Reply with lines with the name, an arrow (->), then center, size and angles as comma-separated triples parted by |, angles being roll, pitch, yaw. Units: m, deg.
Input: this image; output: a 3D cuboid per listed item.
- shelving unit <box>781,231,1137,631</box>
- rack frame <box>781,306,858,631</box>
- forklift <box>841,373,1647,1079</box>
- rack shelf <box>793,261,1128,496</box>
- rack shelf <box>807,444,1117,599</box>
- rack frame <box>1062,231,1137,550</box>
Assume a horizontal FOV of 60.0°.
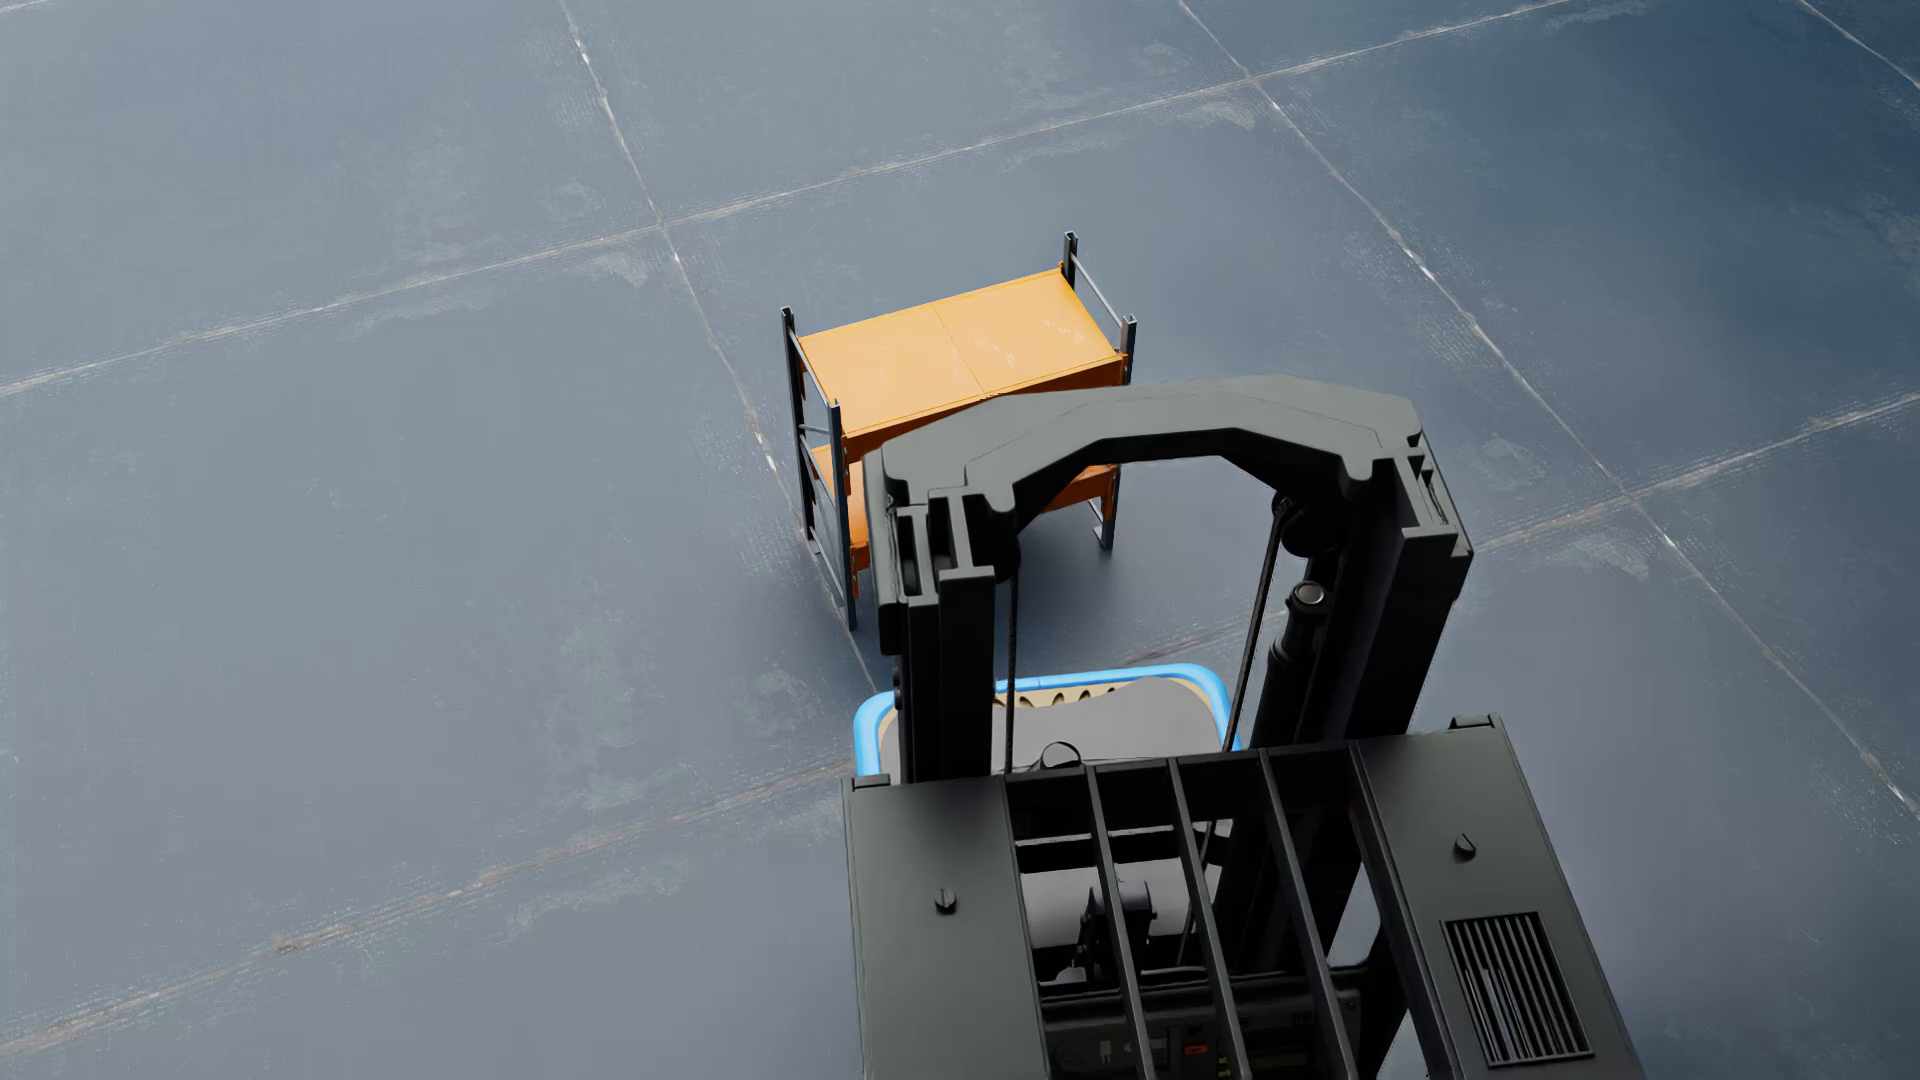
shelving unit -> -0.006, -0.365, 5.822 | 1.048, 1.125, 0.538 | -17, 52, -14
rack frame -> -0.477, -0.219, 5.696 | 0.032, 1.125, 0.500 | -17, 52, -14
forklift -> 0.384, 1.230, 3.262 | 1.130, 2.935, 3.031 | -5, 50, -4
rack shelf -> -0.006, -0.555, 5.600 | 1.000, 0.278, 0.538 | -17, 52, -14
rack shelf -> -0.006, -0.205, 6.007 | 1.000, 0.278, 0.538 | -17, 52, -14
rack frame -> 0.464, -0.510, 5.947 | 0.032, 1.125, 0.500 | -17, 52, -14
